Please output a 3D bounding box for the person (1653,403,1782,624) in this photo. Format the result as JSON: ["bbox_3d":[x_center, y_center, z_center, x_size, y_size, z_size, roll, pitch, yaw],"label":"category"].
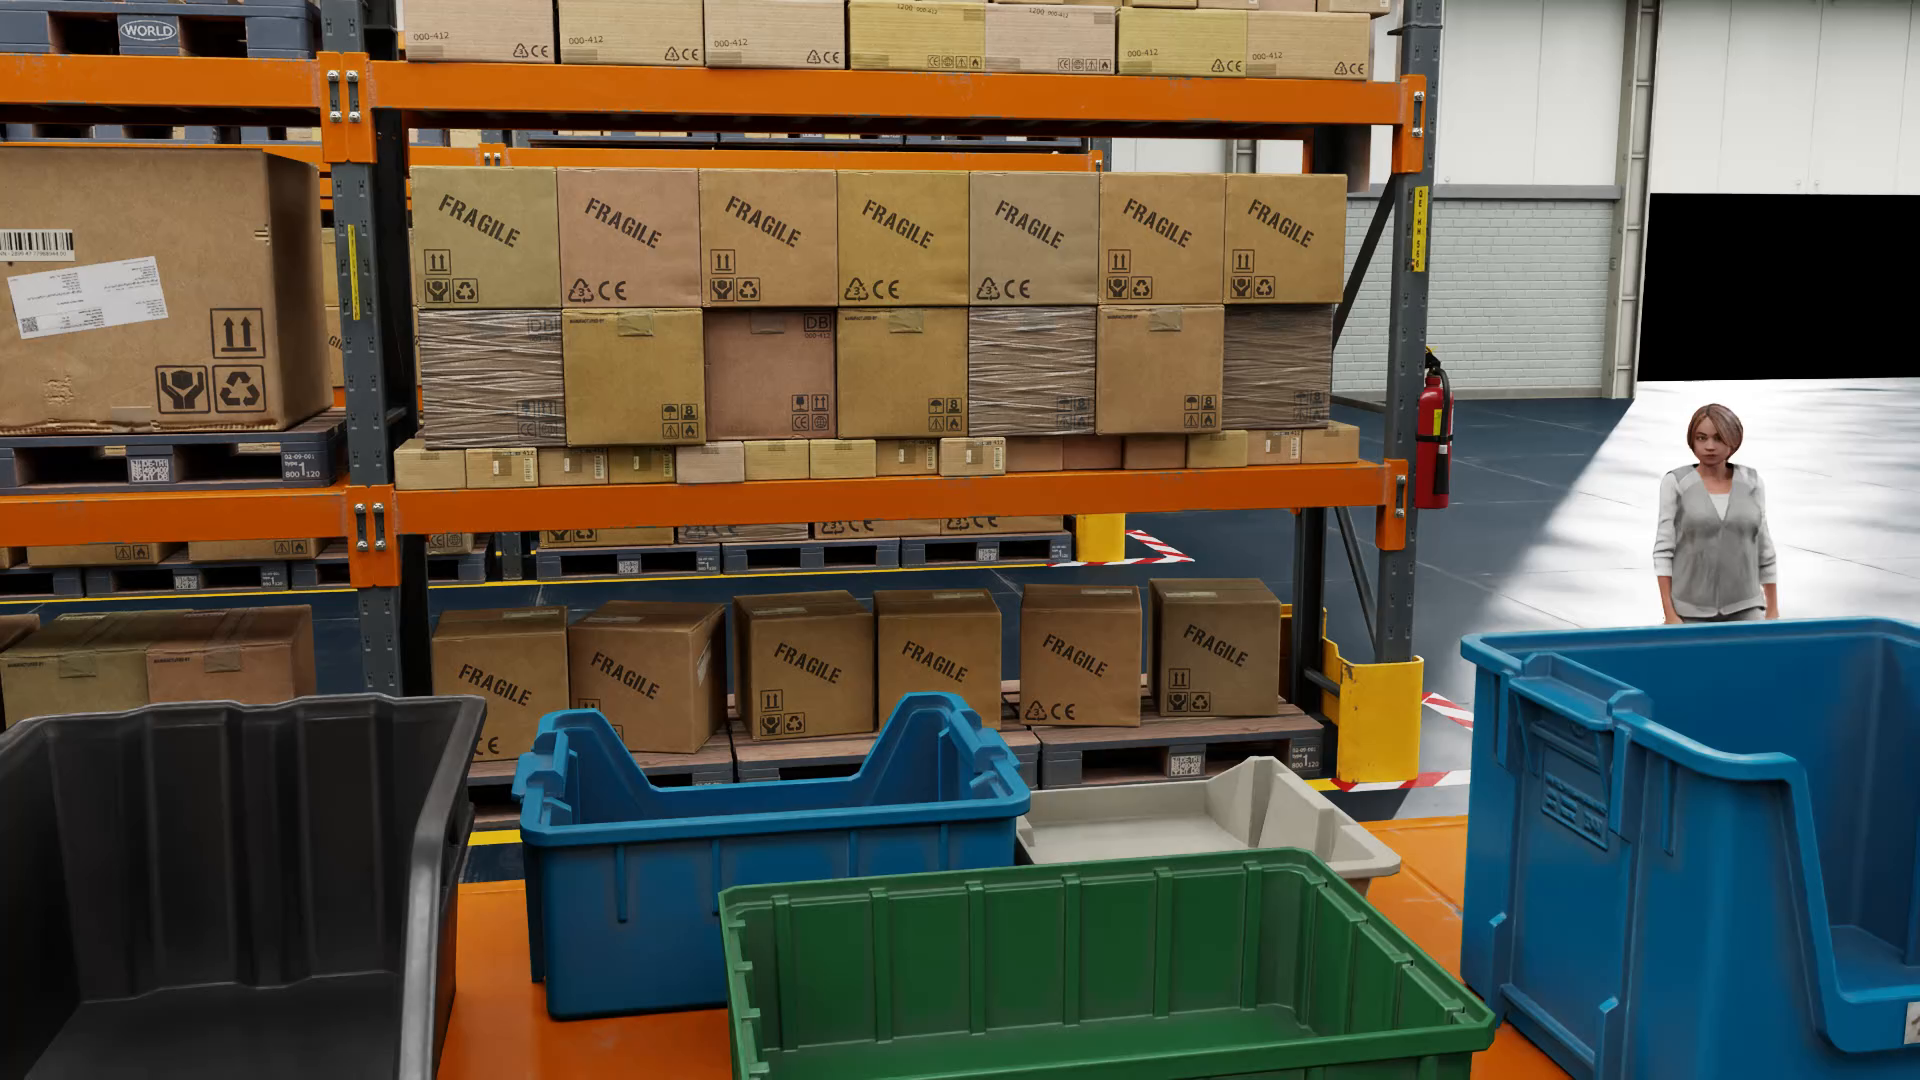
[{"bbox_3d":[2.812,0.300,6.144,0.495,1.603,0.443,3,10,16],"label":"person"}]
